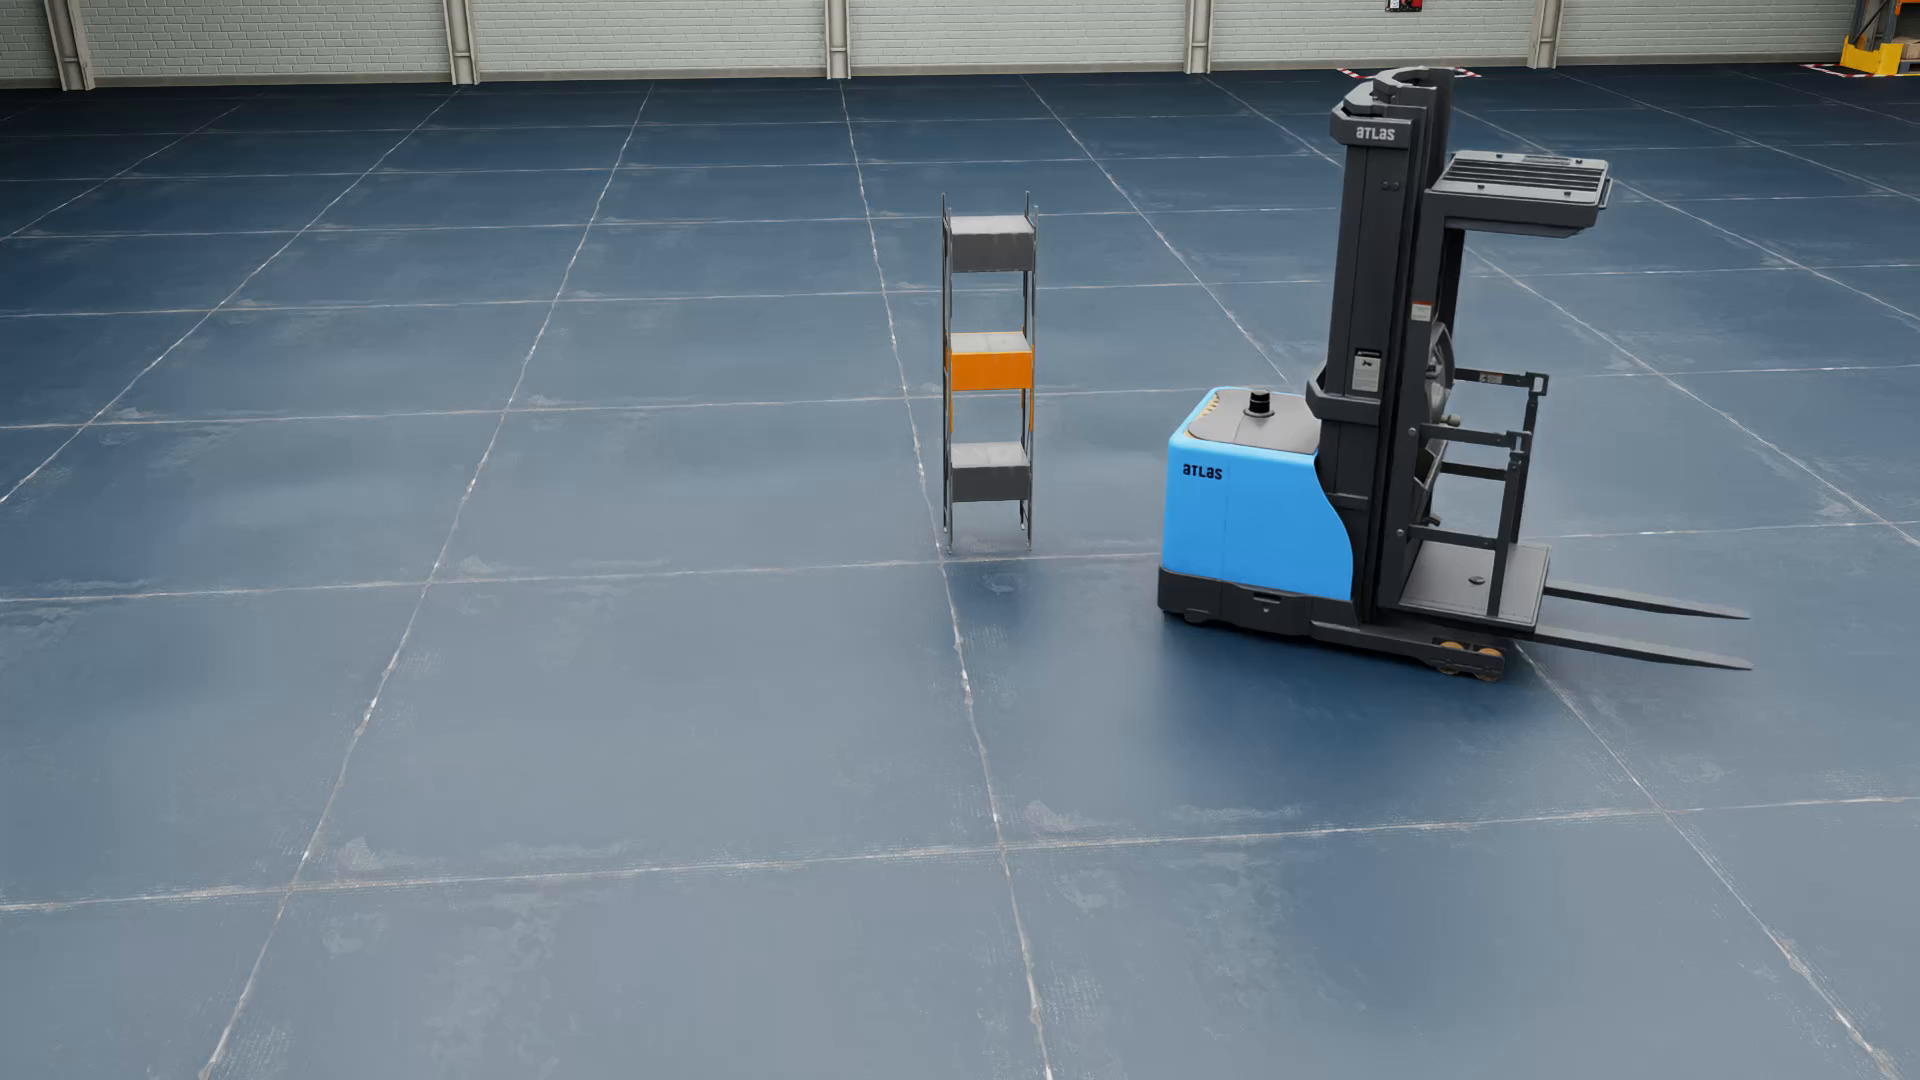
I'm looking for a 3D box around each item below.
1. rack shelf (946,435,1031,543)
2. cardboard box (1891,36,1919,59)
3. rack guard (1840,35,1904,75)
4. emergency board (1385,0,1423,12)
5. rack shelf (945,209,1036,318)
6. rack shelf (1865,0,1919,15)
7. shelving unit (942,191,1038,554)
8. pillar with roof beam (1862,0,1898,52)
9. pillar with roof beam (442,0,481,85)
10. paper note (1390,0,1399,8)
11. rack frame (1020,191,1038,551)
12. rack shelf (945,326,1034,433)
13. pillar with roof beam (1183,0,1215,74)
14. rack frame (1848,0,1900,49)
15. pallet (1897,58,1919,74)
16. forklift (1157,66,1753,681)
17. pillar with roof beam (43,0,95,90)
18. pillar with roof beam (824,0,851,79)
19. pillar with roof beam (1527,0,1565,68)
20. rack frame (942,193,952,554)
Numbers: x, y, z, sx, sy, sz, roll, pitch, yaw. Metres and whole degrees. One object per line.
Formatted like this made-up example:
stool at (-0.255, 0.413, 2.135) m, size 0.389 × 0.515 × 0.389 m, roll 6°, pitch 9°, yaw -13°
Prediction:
rack shelf at (0.165, -0.314, 10.128) m, size 0.480 × 0.518 × 0.431 m, roll -2°, pitch 24°, yaw -5°
cardboard box at (16.001, -8.298, 27.995) m, size 0.500 × 0.311 × 0.500 m, roll -5°, pitch 24°, yaw -11°
rack guard at (15.379, -8.195, 28.072) m, size 0.348 × 0.500 × 1.175 m, roll -2°, pitch 24°, yaw -5°
emergency board at (7.481, -9.389, 27.681) m, size 0.643 × 1.169 × 0.194 m, roll -2°, pitch 24°, yaw -5°
rack shelf at (0.165, -1.593, 9.560) m, size 0.480 × 0.518 × 0.431 m, roll -2°, pitch 24°, yaw -5°
rack shelf at (17.294, -9.085, 27.883) m, size 4.000 × 0.370 × 1.077 m, roll -2°, pitch 24°, yaw -5°
shelving unit at (0.165, -0.966, 9.838) m, size 0.503 × 2.100 × 0.431 m, roll -2°, pitch 24°, yaw -5°
pillar with roof beam at (16.338, -10.713, 23.274) m, size 0.400 × 9.000 × 9.100 m, roll -2°, pitch 24°, yaw -5°
pillar with roof beam at (-7.545, -9.755, 21.118) m, size 0.400 × 9.000 × 9.100 m, roll -2°, pitch 24°, yaw -5°
paper note at (7.298, -9.007, 27.907) m, size 0.142 × 0.148 × 0.016 m, roll -2°, pitch 24°, yaw -5°
rack frame at (0.408, -0.976, 9.860) m, size 0.015 × 2.100 × 0.400 m, roll -2°, pitch 24°, yaw -5°
rack shelf at (0.165, -0.954, 9.844) m, size 0.480 × 0.518 × 0.431 m, roll -2°, pitch 24°, yaw -5°
pillar with roof beam at (4.397, -10.234, 22.196) m, size 0.400 × 9.000 × 9.100 m, roll -2°, pitch 24°, yaw -5°
rack frame at (15.304, -9.334, 27.557) m, size 0.127 × 3.000 × 1.000 m, roll -2°, pitch 24°, yaw -5°
pallet at (16.191, -8.081, 28.171) m, size 1.213 × 0.211 × 1.003 m, roll -2°, pitch 24°, yaw -5°
forklift at (2.667, -0.854, 8.563) m, size 3.031 × 2.935 × 1.130 m, roll 10°, pitch 26°, yaw 20°
pillar with roof beam at (-13.516, -9.516, 20.579) m, size 0.400 × 9.000 × 9.100 m, roll -2°, pitch 24°, yaw -5°
pillar with roof beam at (-1.574, -9.995, 21.657) m, size 0.400 × 9.000 × 9.100 m, roll -2°, pitch 24°, yaw -5°
pillar with roof beam at (10.368, -10.474, 22.735) m, size 0.400 × 9.000 × 9.100 m, roll -2°, pitch 24°, yaw -5°
rack frame at (-0.078, -0.956, 9.816) m, size 0.015 × 2.100 × 0.400 m, roll -2°, pitch 24°, yaw -5°
